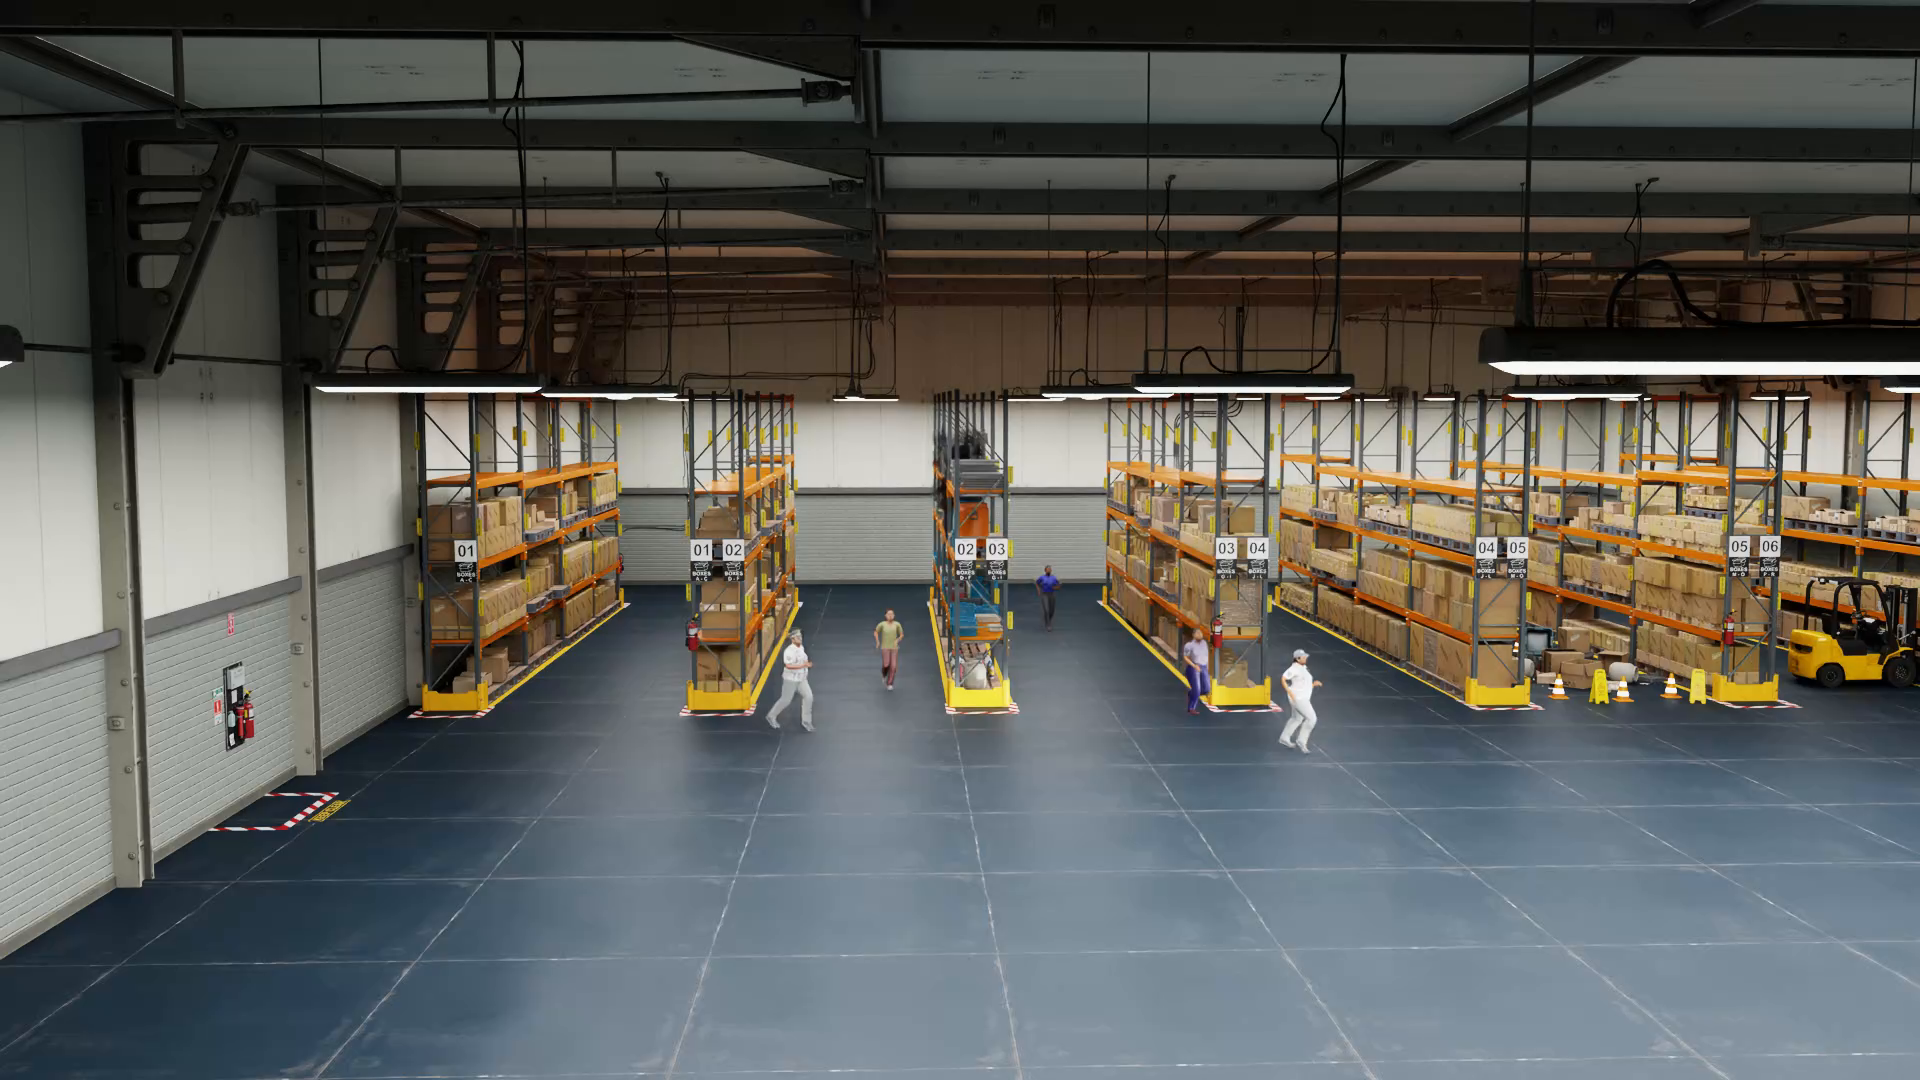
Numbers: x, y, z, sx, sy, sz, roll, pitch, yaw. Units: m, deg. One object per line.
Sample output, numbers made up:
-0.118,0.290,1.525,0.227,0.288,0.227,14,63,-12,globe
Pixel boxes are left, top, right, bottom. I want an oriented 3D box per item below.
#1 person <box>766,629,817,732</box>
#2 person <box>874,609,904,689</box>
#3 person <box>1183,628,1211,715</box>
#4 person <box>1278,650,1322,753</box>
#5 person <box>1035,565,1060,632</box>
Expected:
-2.939,2.464,29.189,0.928,1.839,0.673,3,5,29,person
-1.410,2.190,33.359,0.581,1.630,0.540,-1,5,-9,person
4.387,2.417,30.768,0.605,1.604,0.611,-2,5,-28,person
5.616,2.664,27.464,0.703,1.712,0.574,2,5,21,person
2.227,1.457,42.029,0.581,1.635,0.913,-1,5,-10,person
